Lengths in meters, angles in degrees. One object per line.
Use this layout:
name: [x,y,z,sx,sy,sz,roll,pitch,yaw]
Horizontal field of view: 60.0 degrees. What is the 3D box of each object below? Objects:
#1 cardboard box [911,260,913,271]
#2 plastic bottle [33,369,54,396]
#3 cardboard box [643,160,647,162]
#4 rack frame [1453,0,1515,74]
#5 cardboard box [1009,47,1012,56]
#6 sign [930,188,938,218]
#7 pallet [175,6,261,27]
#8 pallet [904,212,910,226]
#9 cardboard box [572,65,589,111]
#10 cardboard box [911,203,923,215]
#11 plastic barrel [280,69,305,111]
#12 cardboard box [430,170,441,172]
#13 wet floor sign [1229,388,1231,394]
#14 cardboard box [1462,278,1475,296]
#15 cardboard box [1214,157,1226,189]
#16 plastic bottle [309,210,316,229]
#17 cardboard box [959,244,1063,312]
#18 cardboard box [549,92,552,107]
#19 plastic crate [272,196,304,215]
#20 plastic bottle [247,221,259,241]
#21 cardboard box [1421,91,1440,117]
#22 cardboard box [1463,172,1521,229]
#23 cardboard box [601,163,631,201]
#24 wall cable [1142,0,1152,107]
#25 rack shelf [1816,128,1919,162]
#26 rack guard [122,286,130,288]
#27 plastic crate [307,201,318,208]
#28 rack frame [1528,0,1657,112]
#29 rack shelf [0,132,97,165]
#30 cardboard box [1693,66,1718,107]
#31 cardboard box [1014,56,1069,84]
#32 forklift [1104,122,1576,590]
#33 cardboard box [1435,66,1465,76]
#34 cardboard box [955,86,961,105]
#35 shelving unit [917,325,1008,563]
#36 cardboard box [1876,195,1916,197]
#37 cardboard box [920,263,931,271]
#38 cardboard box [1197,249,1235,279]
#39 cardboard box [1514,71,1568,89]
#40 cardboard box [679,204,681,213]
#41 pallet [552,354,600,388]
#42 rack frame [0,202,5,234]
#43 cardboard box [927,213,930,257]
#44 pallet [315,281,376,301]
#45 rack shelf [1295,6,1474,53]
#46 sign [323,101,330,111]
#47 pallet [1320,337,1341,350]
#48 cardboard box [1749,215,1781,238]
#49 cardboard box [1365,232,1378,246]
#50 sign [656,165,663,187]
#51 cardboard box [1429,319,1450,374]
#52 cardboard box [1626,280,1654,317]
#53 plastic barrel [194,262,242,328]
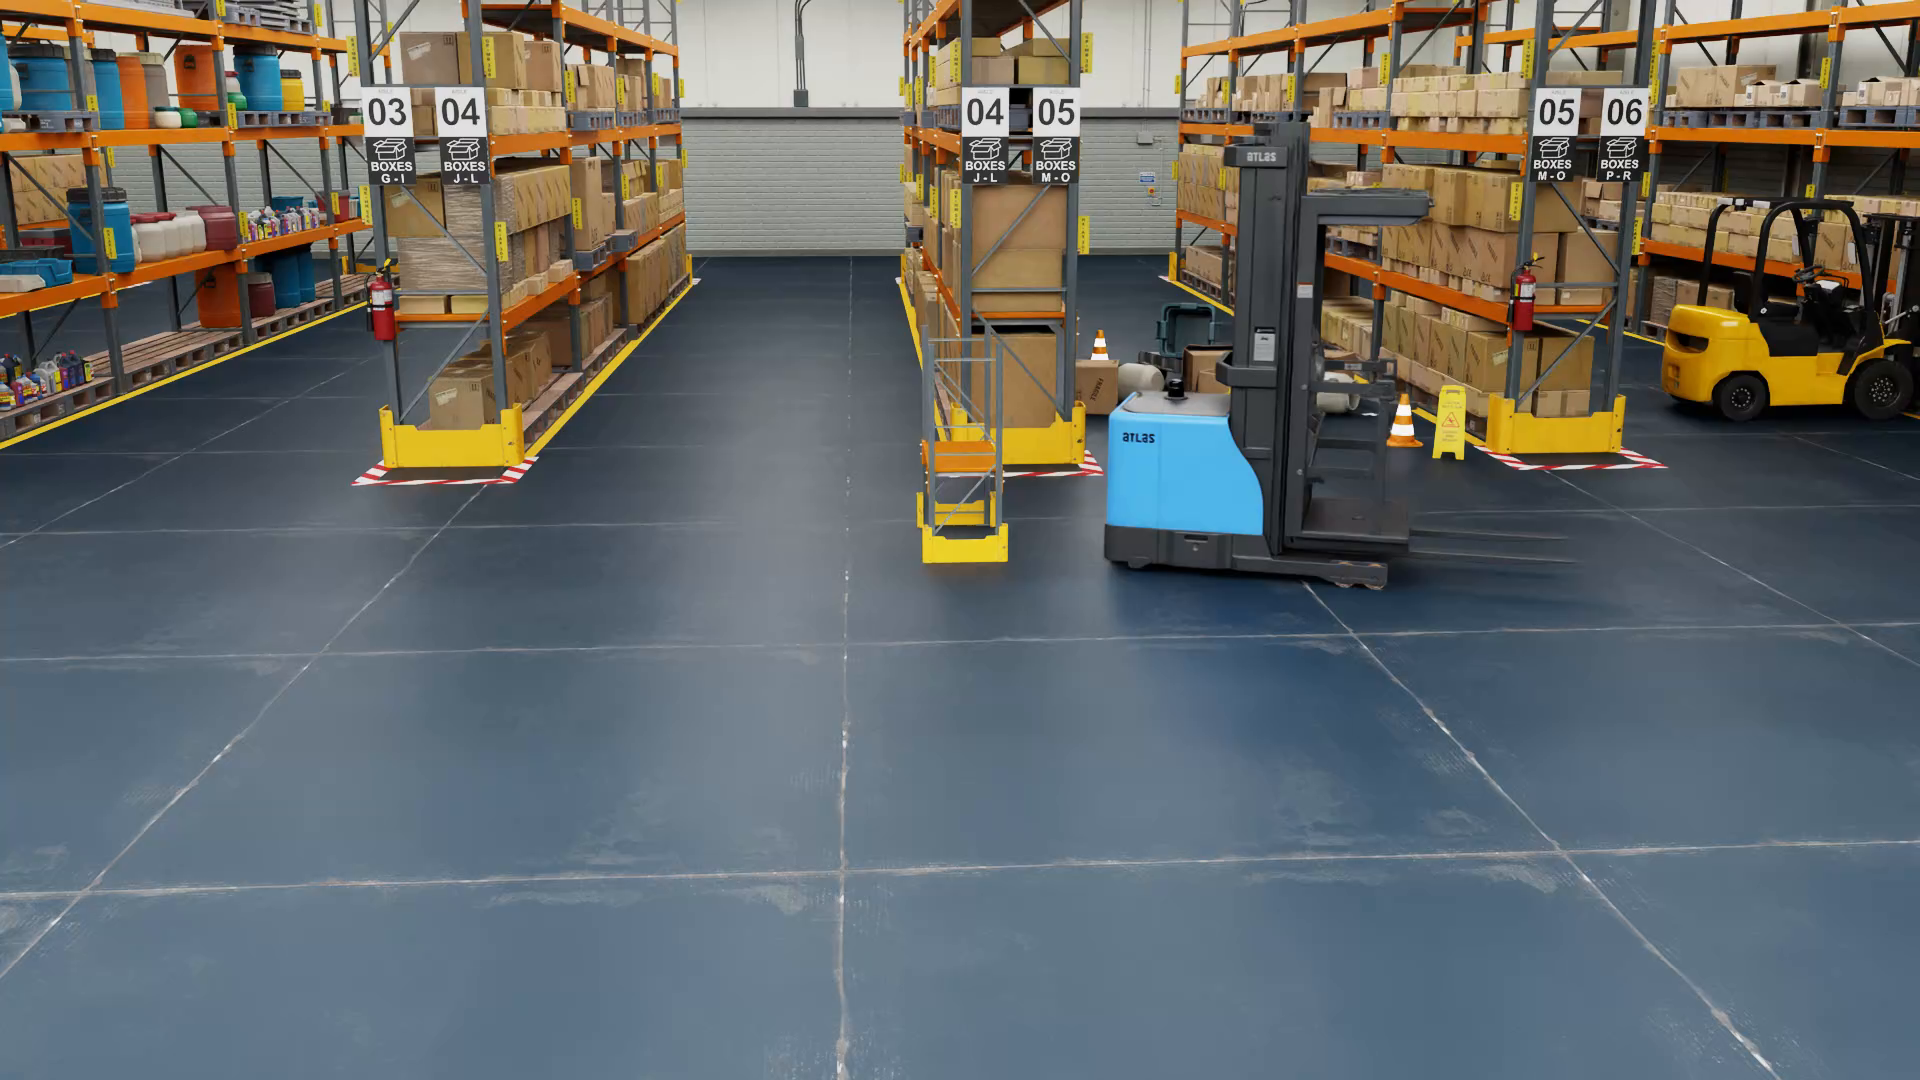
cardboard box: [-0.594,-4.470,27.063,0.380,0.149,0.250,-1,14,-4]
plastic bottle: [-9.273,-1.602,16.815,0.152,0.276,0.135,-1,14,-2]
cardboard box: [-5.648,-6.280,28.612,0.500,0.500,0.500,-1,14,-5]
rack frame: [9.406,-9.229,29.836,1.000,3.000,0.127,-1,14,-3]
cardboard box: [0.680,-4.729,16.227,0.380,0.149,0.250,-1,14,-4]
sign: [-0.280,-3.672,18.112,0.100,0.325,0.005,-1,14,-3]
pallet: [-9.901,-6.827,21.682,1.213,0.211,1.003,-1,14,-3]
pallet: [-0.332,-4.864,25.297,1.003,0.211,1.213,-1,14,-3]
cardboard box: [-4.685,-5.167,19.020,0.797,0.503,0.637,0,14,-1]
cardboard box: [-0.472,-4.496,22.547,0.380,0.149,0.250,-1,14,-2]
plastic barrel: [-9.875,-6.545,24.204,0.600,0.588,0.600,0,14,0]
cardboard box: [-4.816,-3.297,16.015,0.500,0.500,0.500,-1,14,-3]
wet floor sign: [2.487,-1.048,14.806,0.267,0.644,0.232,-3,15,-13]
cardboard box: [5.040,-2.424,15.931,0.380,0.149,0.250,-1,14,-2]
cardboard box: [4.395,-5.897,26.718,0.500,0.500,0.500,-1,14,-4]
plastic bottle: [-9.728,-4.815,24.956,0.061,0.283,0.133,-1,14,-3]
cardboard box: [0.441,-2.329,14.759,0.875,0.550,0.550,-1,14,-3]
cardboard box: [-4.360,-4.476,16.886,0.380,0.149,0.250,-2,15,-6]
plastic crate: [-10.504,-5.154,25.949,0.392,0.384,0.575,-1,14,-3]
plastic bottle: [-9.620,-4.194,22.558,0.152,0.276,0.135,-1,14,-3]
cardboard box: [5.009,-4.419,16.866,0.500,0.250,0.500,-1,14,-3]
cardboard box: [5.170,-3.193,15.613,0.700,0.500,0.500,-1,14,-3]
cardboard box: [-5.010,-4.982,23.155,0.797,0.503,0.637,-1,14,-2]
wall cable: [3.818,-10.562,35.016,0.463,3.000,0.029,-1,14,-3]
rack shelf: [10.273,-3.946,16.767,1.077,0.370,4.000,-1,14,-3]
rack guard: [-15.322,-4.711,29.335,1.175,0.500,0.348,-1,14,-3]
plastic crate: [-10.595,-5.496,27.582,0.416,0.233,0.300,-1,14,-3]
rack frame: [5.443,-5.172,14.069,1.000,3.000,0.127,-1,14,-3]
rack shelf: [-9.515,-3.639,15.574,1.077,0.370,4.000,-1,14,-3]
cardboard box: [9.834,-5.779,21.203,0.700,0.500,0.500,-1,14,-5]
cardboard box: [0.735,-4.065,14.447,0.500,0.250,0.500,-1,14,-4]
forklift: [2.551,-1.243,10.977,3.031,2.935,1.130,4,15,15]
cardboard box: [5.518,-5.362,19.283,0.500,0.250,0.500,-1,14,-5]
cardboard box: [0.150,-3.825,14.315,0.380,0.149,0.250,-1,14,-4]
shelving unit: [0.005,-0.707,11.766,0.587,1.500,1.083,-1,14,-3]
cardboard box: [10.471,-3.771,18.563,0.380,0.149,0.250,-1,14,-3]
cardboard box: [-0.291,-3.677,22.965,0.500,0.250,0.500,-1,14,-5]
cardboard box: [4.658,-4.818,29.033,0.875,0.438,0.875,0,14,-2]
cardboard box: [5.128,-4.063,14.684,0.380,0.149,0.250,-1,14,-3]
cardboard box: [-5.056,-5.760,28.899,0.380,0.149,0.250,-1,14,-3]
pallet: [-4.745,-1.952,19.188,1.003,0.211,1.213,-1,14,-3]
rack frame: [-15.079,-4.946,25.230,1.000,3.000,0.127,-1,14,-3]
cardboard box: [-0.134,-3.712,20.231,0.500,0.500,0.500,-1,14,-4]
pallet: [-10.297,-4.158,27.762,1.003,0.211,1.213,-1,14,-3]
rack shelf: [5.072,-6.122,20.008,1.077,0.370,4.000,-1,14,-3]
sign: [-9.585,-6.487,25.180,0.100,0.325,0.005,-1,14,-3]
pallet: [5.067,-2.409,20.965,1.003,0.211,1.213,-1,14,-3]
cardboard box: [9.825,-3.755,19.897,0.500,0.250,0.500,-1,14,-5]
cardboard box: [4.888,-3.467,19.142,0.380,0.149,0.250,-1,14,-3]
sign: [-4.650,-5.631,25.728,0.100,0.325,0.005,-1,14,-3]
cardboard box: [5.073,-1.952,16.764,0.500,0.500,0.500,-1,14,-5]
cardboard box: [9.661,-3.428,23.505,0.500,0.500,0.500,0,14,-2]
plastic barrel: [-9.934,-3.301,22.347,0.600,0.830,0.708,-1,14,-3]
